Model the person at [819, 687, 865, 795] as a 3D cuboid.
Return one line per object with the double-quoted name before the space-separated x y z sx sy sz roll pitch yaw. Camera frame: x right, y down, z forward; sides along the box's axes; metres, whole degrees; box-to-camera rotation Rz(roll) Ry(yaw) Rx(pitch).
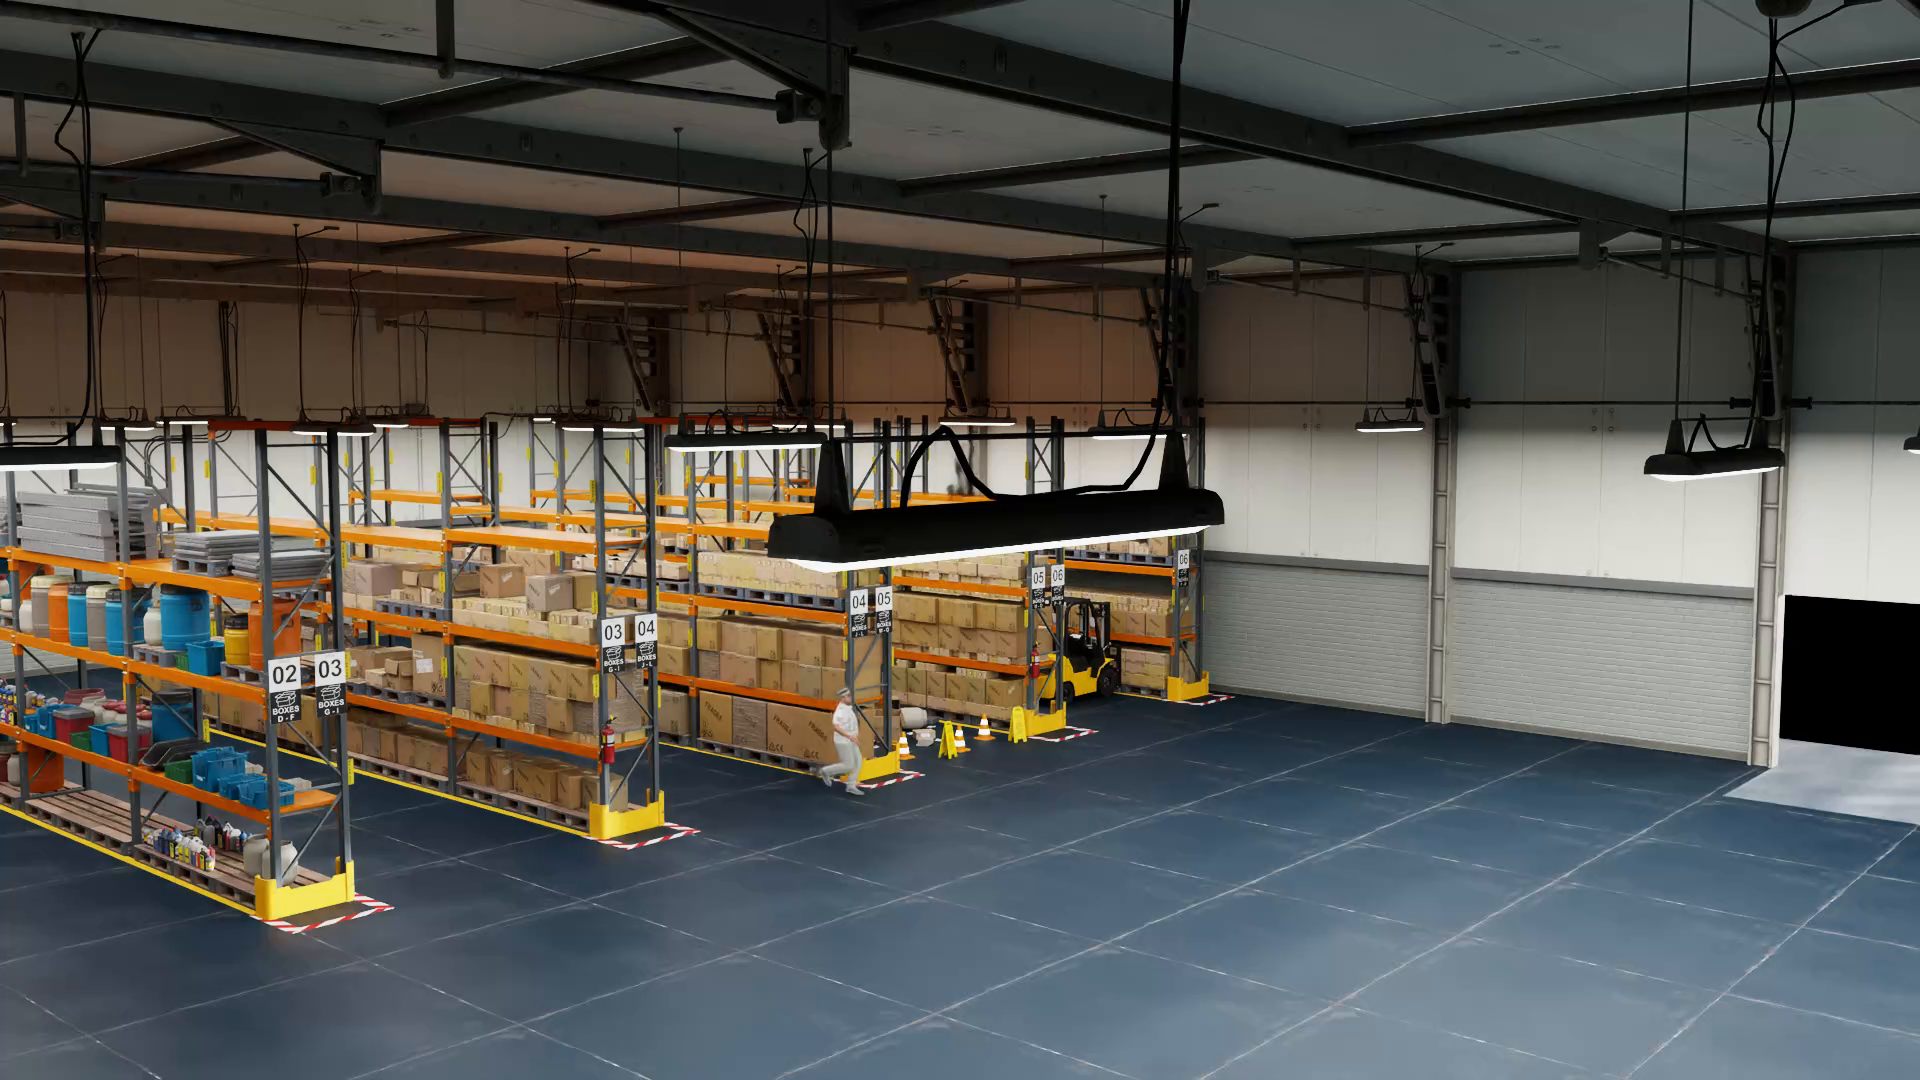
"person" -1.896 3.245 26.871 0.733 1.763 0.673 1 5 10
